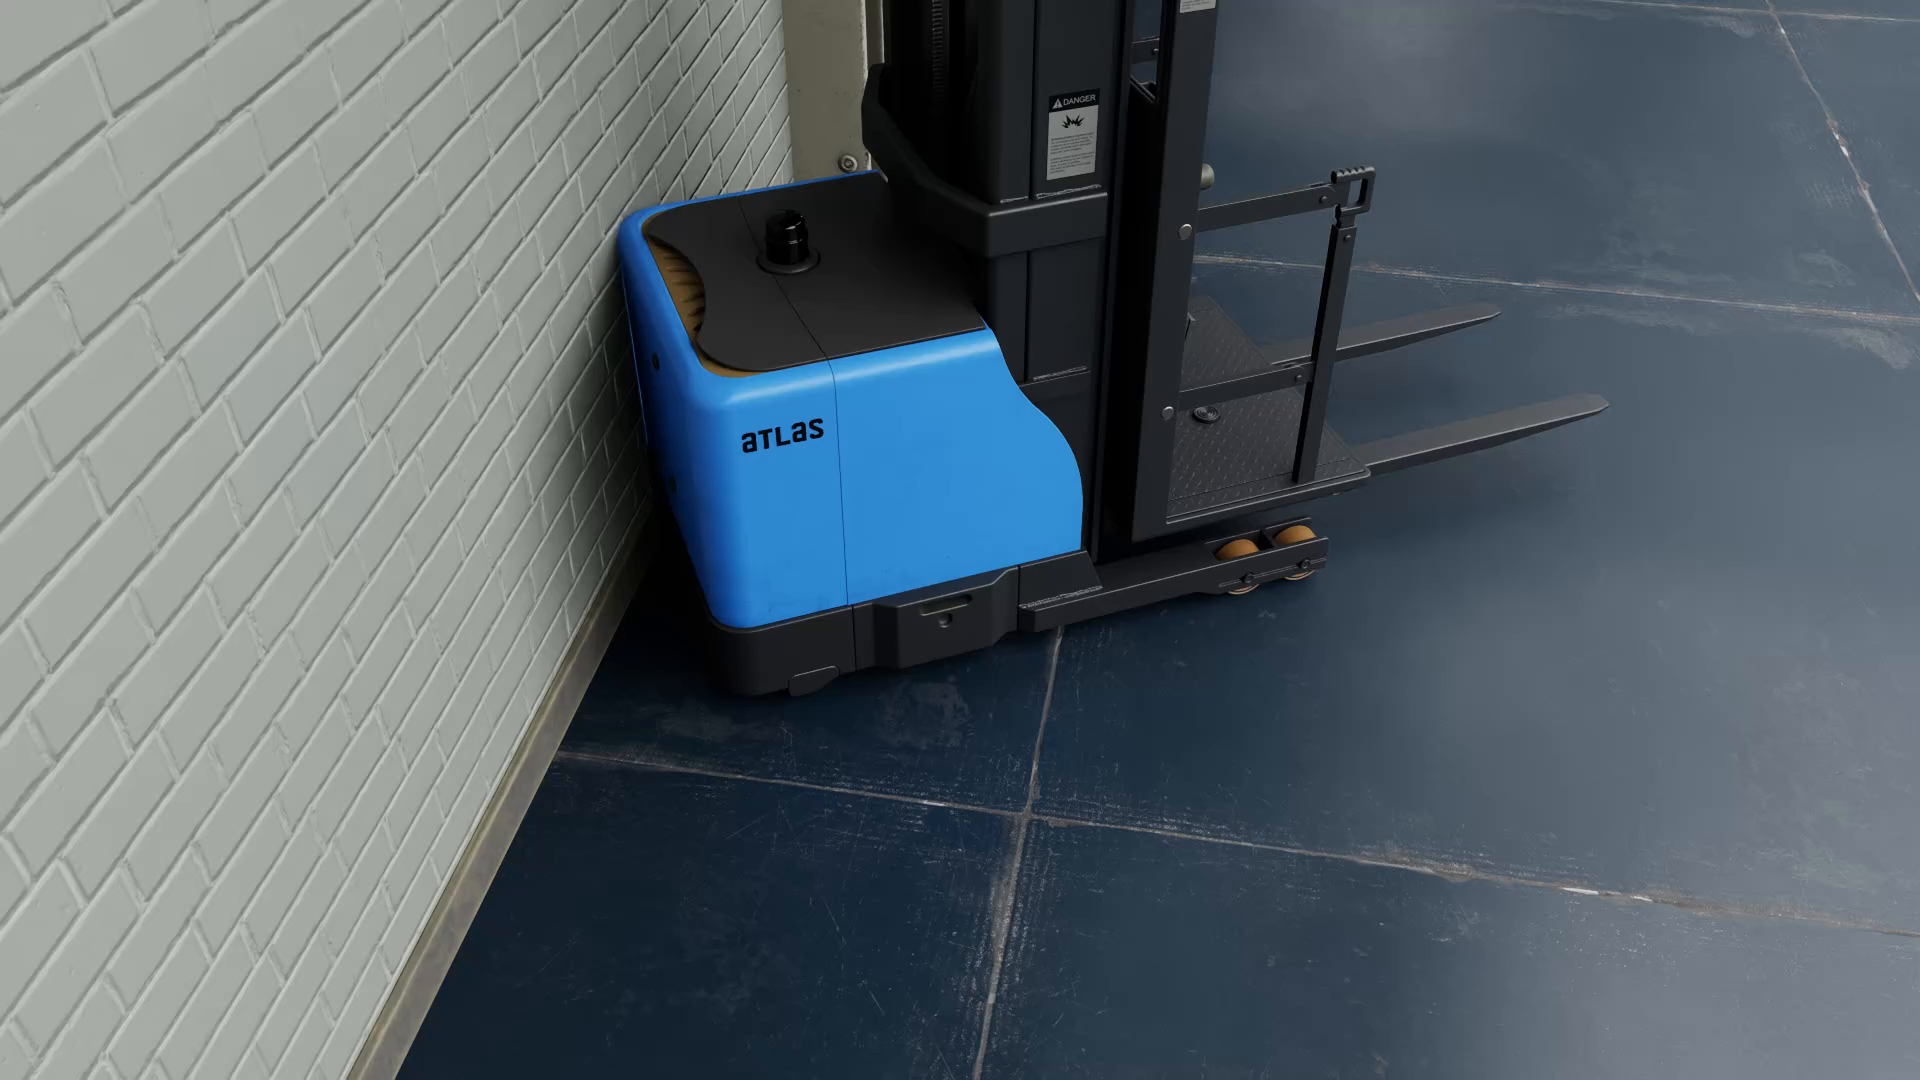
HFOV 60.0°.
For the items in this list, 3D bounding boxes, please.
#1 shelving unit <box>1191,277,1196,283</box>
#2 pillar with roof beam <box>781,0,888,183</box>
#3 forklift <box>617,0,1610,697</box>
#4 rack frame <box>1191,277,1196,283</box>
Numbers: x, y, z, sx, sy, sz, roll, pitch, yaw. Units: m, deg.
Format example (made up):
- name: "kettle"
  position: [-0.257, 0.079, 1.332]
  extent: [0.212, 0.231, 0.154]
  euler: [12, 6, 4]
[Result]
- name: "shelving unit"
  position: [0.280, -0.715, 5.883]
  extent: [1.200, 0.258, 0.189]
  euler: [-8, 40, -9]
- name: "pillar with roof beam"
  position: [3.768, -4.282, 3.367]
  extent: [9.100, 9.000, 0.400]
  euler: [6, 40, 8]
- name: "forklift"
  position: [0.592, -1.268, 4.483]
  extent: [3.031, 2.935, 1.130]
  euler: [-13, 41, -15]
- name: "rack frame"
  position: [0.261, -0.772, 5.952]
  extent: [1.200, 0.240, 0.006]
  euler: [-8, 40, -9]
